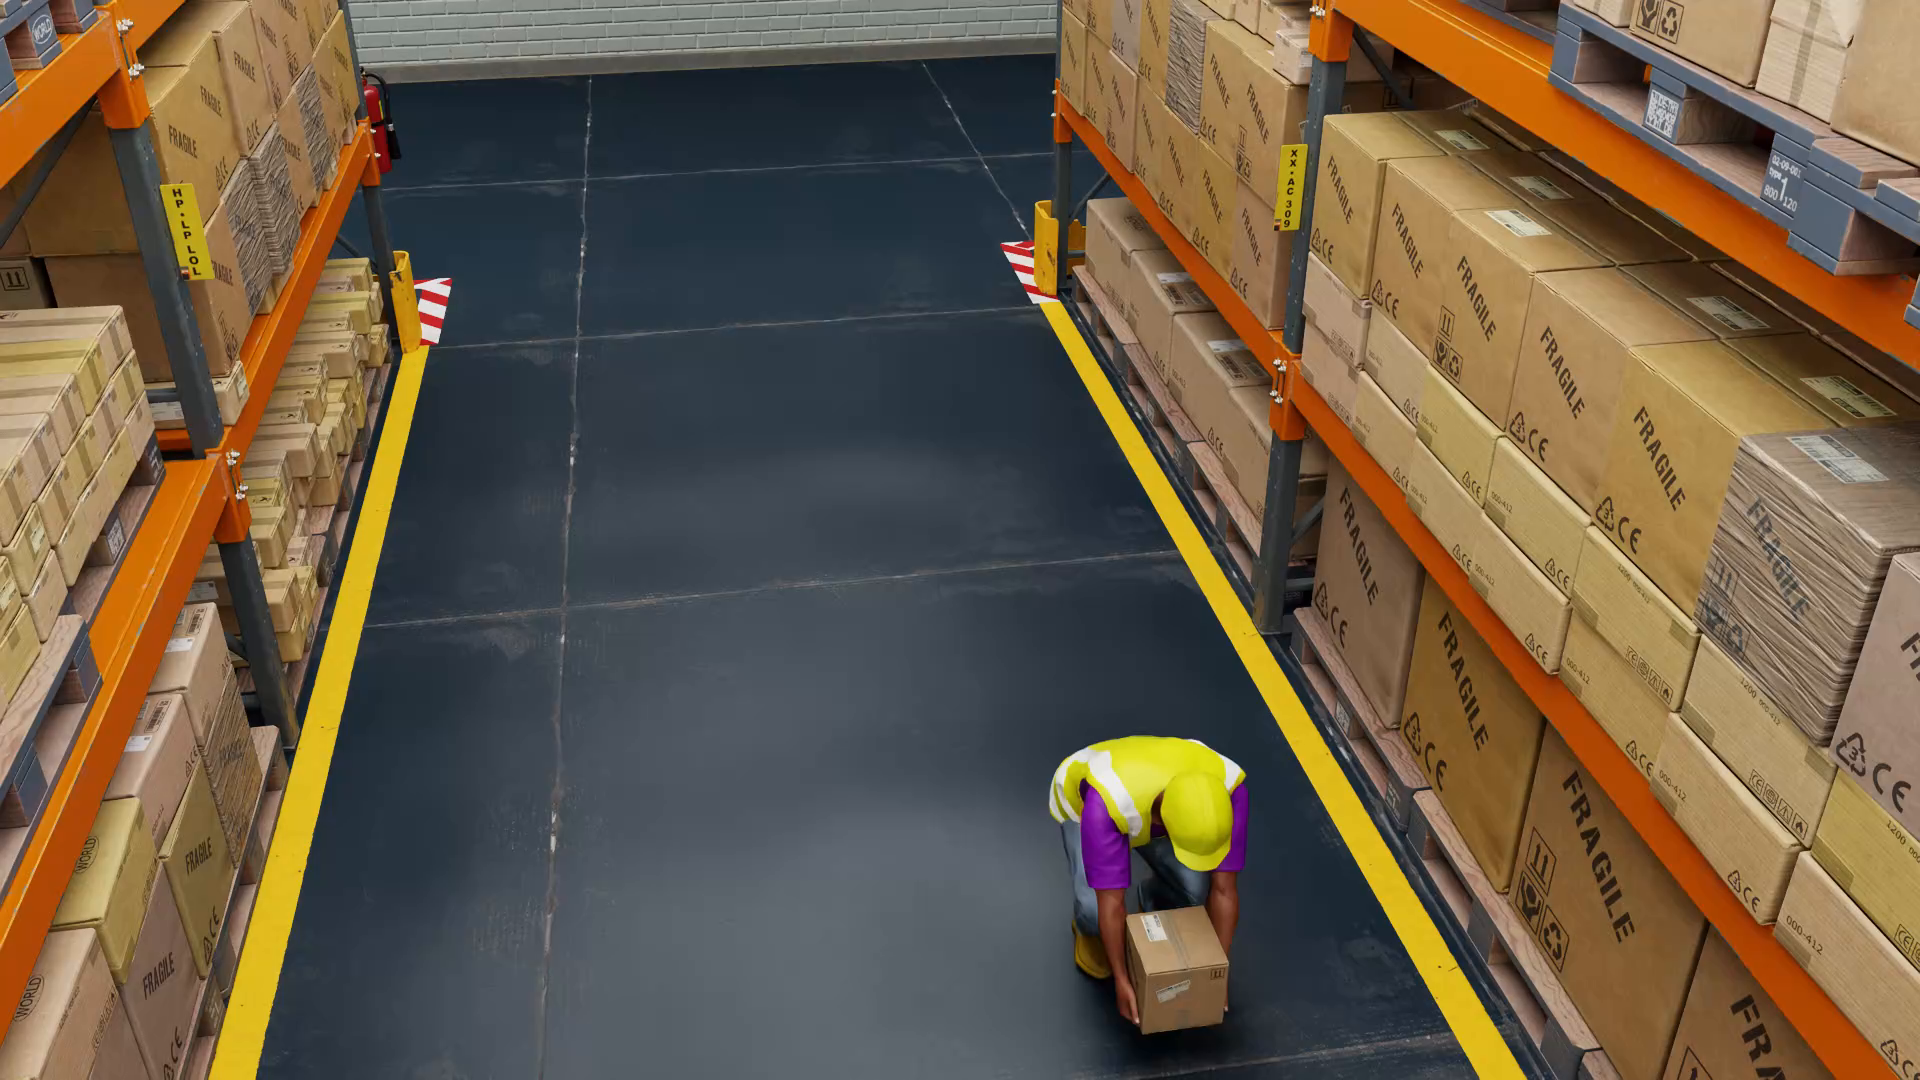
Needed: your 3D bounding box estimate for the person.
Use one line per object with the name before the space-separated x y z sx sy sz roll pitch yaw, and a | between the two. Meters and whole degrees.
person | 0.610 0.972 5.218 0.542 1.004 0.918 -6 31 -10
